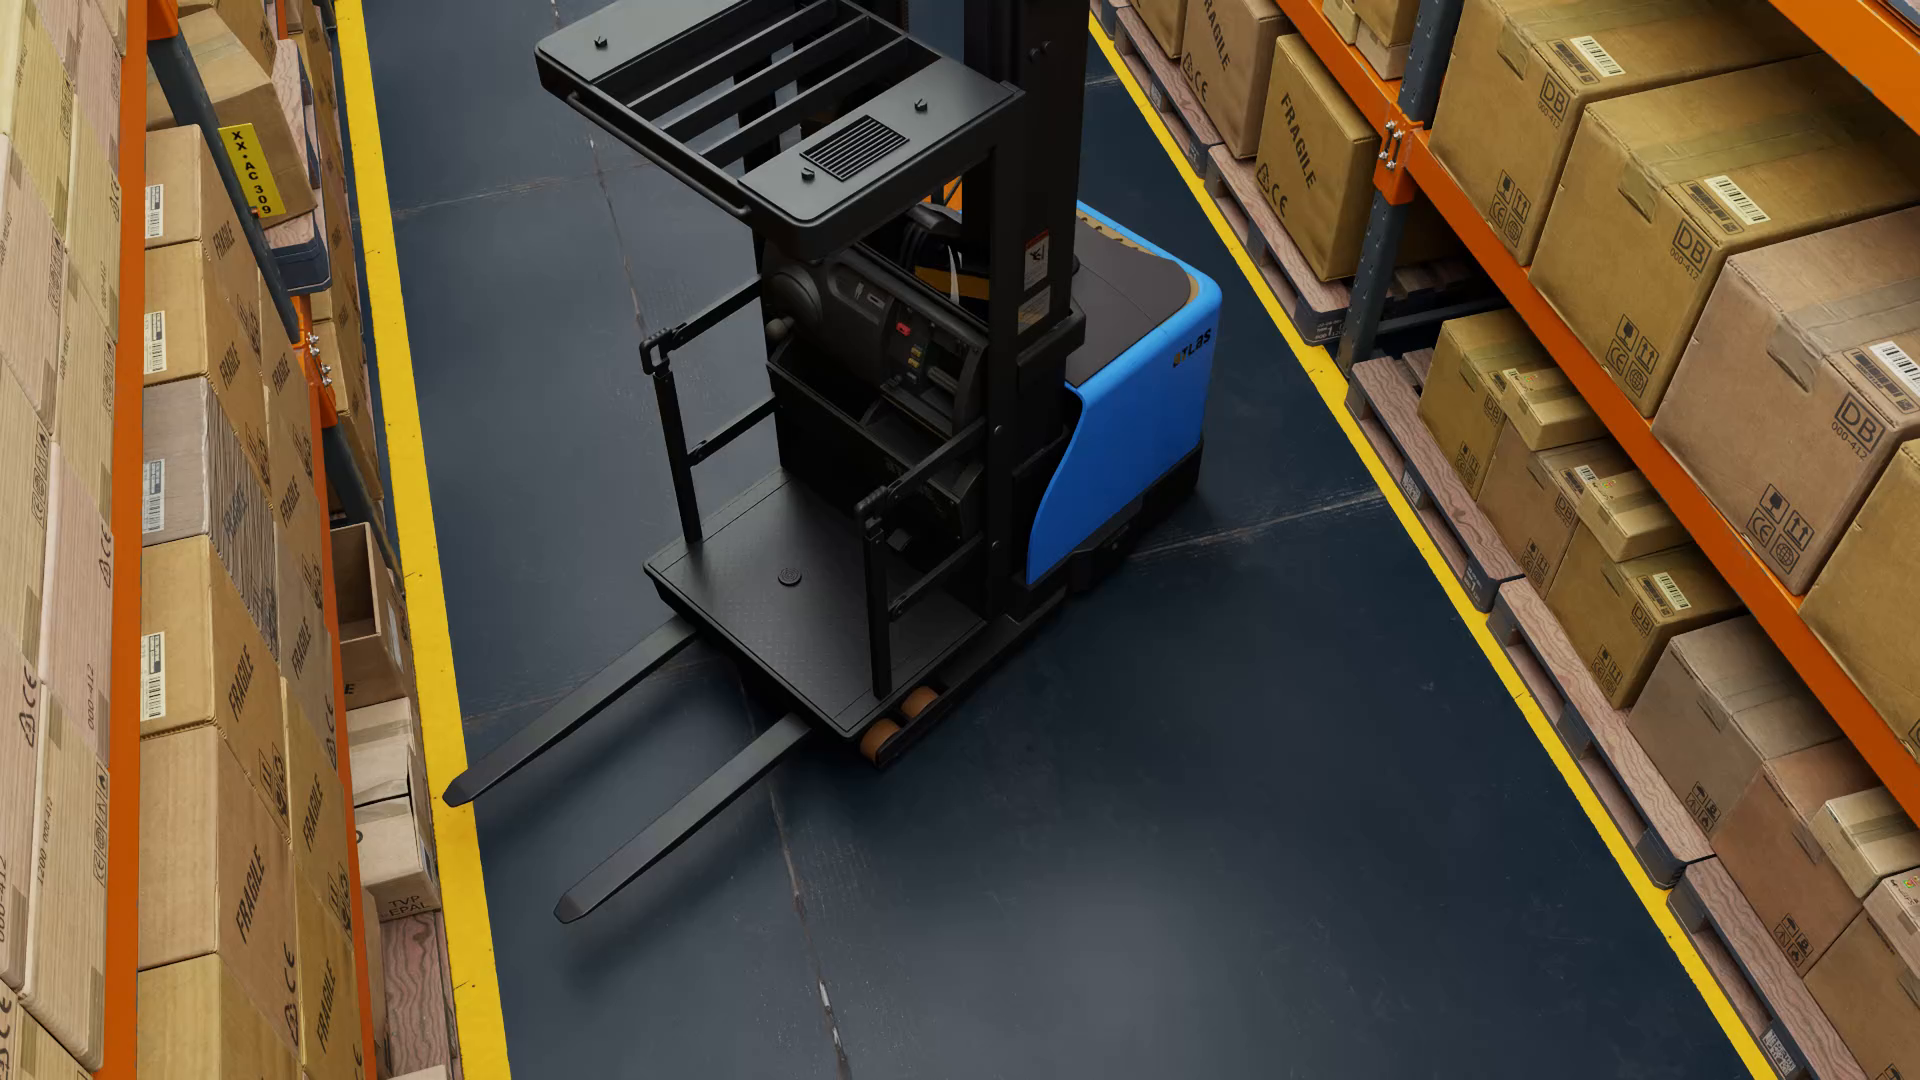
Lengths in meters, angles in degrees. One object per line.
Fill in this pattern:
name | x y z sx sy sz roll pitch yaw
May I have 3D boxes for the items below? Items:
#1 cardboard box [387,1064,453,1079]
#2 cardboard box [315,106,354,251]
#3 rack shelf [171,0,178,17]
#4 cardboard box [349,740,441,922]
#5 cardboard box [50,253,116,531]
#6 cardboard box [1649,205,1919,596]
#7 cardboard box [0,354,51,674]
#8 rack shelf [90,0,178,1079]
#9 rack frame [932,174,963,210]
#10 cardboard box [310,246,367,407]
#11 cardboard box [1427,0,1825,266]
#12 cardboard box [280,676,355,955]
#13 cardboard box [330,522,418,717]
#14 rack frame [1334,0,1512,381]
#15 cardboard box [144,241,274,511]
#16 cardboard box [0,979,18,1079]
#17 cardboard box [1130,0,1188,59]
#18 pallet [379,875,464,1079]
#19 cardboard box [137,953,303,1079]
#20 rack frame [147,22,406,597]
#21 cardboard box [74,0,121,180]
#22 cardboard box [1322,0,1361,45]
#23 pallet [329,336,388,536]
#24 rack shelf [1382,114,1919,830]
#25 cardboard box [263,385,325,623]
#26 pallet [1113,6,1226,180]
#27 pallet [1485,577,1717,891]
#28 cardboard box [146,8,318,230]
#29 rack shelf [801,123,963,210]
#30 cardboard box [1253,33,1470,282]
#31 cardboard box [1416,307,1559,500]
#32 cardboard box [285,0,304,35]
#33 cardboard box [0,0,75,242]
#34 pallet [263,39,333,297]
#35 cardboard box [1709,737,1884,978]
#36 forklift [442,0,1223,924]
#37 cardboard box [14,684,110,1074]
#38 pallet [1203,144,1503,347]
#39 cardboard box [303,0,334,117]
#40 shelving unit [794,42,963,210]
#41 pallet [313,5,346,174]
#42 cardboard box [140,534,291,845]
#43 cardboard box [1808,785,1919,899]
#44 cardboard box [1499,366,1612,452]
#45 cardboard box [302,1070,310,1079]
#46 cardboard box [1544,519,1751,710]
cardboard box | -1.618 1.791 4.578 0.500 0.250 0.500 -13 51 -11
cardboard box | -2.984 -1.551 7.232 0.500 0.500 0.500 -15 52 -12
rack shelf | -3.207 -2.879 5.513 1.077 0.370 4.000 -13 51 -11
cardboard box | -1.954 0.941 5.255 0.500 0.311 0.500 -13 51 -11
cardboard box | -1.781 -0.210 2.891 0.500 0.250 0.500 -13 51 -11
cardboard box | 2.695 -0.439 4.752 0.980 0.700 0.700 -16 52 -13
cardboard box | -1.631 -0.006 2.392 0.500 0.250 0.500 -13 51 -11
rack shelf | -2.024 0.043 3.050 1.077 0.370 4.000 -13 51 -11
rack frame | 0.103 -1.364 6.709 0.500 1.500 0.032 -28 55 -22
cardboard box | -2.694 -0.815 6.612 0.500 0.500 0.500 -13 51 -10
cardboard box | 2.260 -1.503 5.648 0.980 0.700 0.700 -13 51 -10
cardboard box | -1.762 0.714 3.910 0.500 0.500 0.500 -13 51 -10
cardboard box | -2.176 0.333 5.644 0.500 0.500 0.500 -13 51 -11
rack frame | 2.115 -1.806 6.100 1.000 3.000 0.127 -13 51 -11
cardboard box | -2.065 -0.353 4.156 0.500 0.500 0.500 -14 51 -12
cardboard box | -1.336 0.725 1.776 0.500 0.250 0.500 -13 51 -11
cardboard box | 1.277 -2.962 8.206 0.750 0.750 0.750 -14 51 -11
pallet | -2.049 1.610 5.044 1.003 0.211 1.213 -13 51 -11
cardboard box | -1.474 1.120 2.914 0.500 0.500 0.500 -13 51 -11
rack frame | -2.616 -0.683 5.154 1.000 3.000 0.127 -13 51 -11
cardboard box | -2.080 -0.939 3.506 0.500 0.250 0.500 -13 51 -11
cardboard box | 1.648 -2.093 6.494 0.380 0.149 0.250 -12 51 -10
pallet | -2.892 -0.370 6.714 1.003 0.211 1.213 -13 51 -11
rack shelf | 2.707 -0.113 5.144 1.077 0.370 4.000 -13 51 -11
cardboard box | -2.069 -0.032 4.539 0.500 0.500 0.500 -12 51 -10
pallet | 1.451 -2.346 8.380 1.003 0.211 1.213 -13 51 -11
pallet | 2.630 0.559 5.931 1.003 0.211 1.213 -13 51 -11
cardboard box | -2.542 -1.247 5.289 0.700 0.500 0.500 -30 56 -23
rack shelf | -0.189 -1.567 7.115 0.538 0.185 1.000 -28 55 -22
cardboard box | 1.799 -1.694 7.137 0.750 0.750 0.750 -13 51 -11
cardboard box | 2.239 -0.566 6.415 0.700 0.500 0.500 -13 51 -11
cardboard box | -3.277 -2.512 7.552 0.500 0.250 0.500 -12 51 -10
cardboard box | -1.922 -0.737 3.009 0.500 0.250 0.500 -13 51 -11
pallet | -2.748 -1.230 5.740 1.003 0.211 1.213 -13 51 -11
cardboard box | 2.848 0.932 5.153 0.700 0.500 0.500 -13 51 -11
forklift | -0.433 -0.602 5.130 1.130 2.935 3.031 36 59 27
cardboard box | -1.477 0.519 2.276 0.500 0.250 0.500 -13 51 -11
pallet | 1.815 -1.454 7.627 1.003 0.211 1.213 -13 51 -11
cardboard box | -3.298 -2.311 7.873 0.500 0.500 0.500 -12 51 -10
shelving unit | -0.184 -1.677 6.972 0.587 1.500 1.083 -28 55 -22
pallet | -3.614 -2.152 8.216 1.003 0.211 1.213 -13 51 -11
cardboard box | -1.768 0.383 3.536 0.500 0.500 0.500 -14 51 -11
cardboard box | 2.707 0.849 4.798 0.380 0.149 0.250 -12 51 -10
cardboard box | 2.165 -0.484 5.922 0.380 0.149 0.250 -12 51 -10
cardboard box | -1.470 1.447 3.293 0.500 0.500 0.500 -14 51 -11
cardboard box | 2.534 0.177 5.789 0.700 0.500 0.500 -12 51 -10
